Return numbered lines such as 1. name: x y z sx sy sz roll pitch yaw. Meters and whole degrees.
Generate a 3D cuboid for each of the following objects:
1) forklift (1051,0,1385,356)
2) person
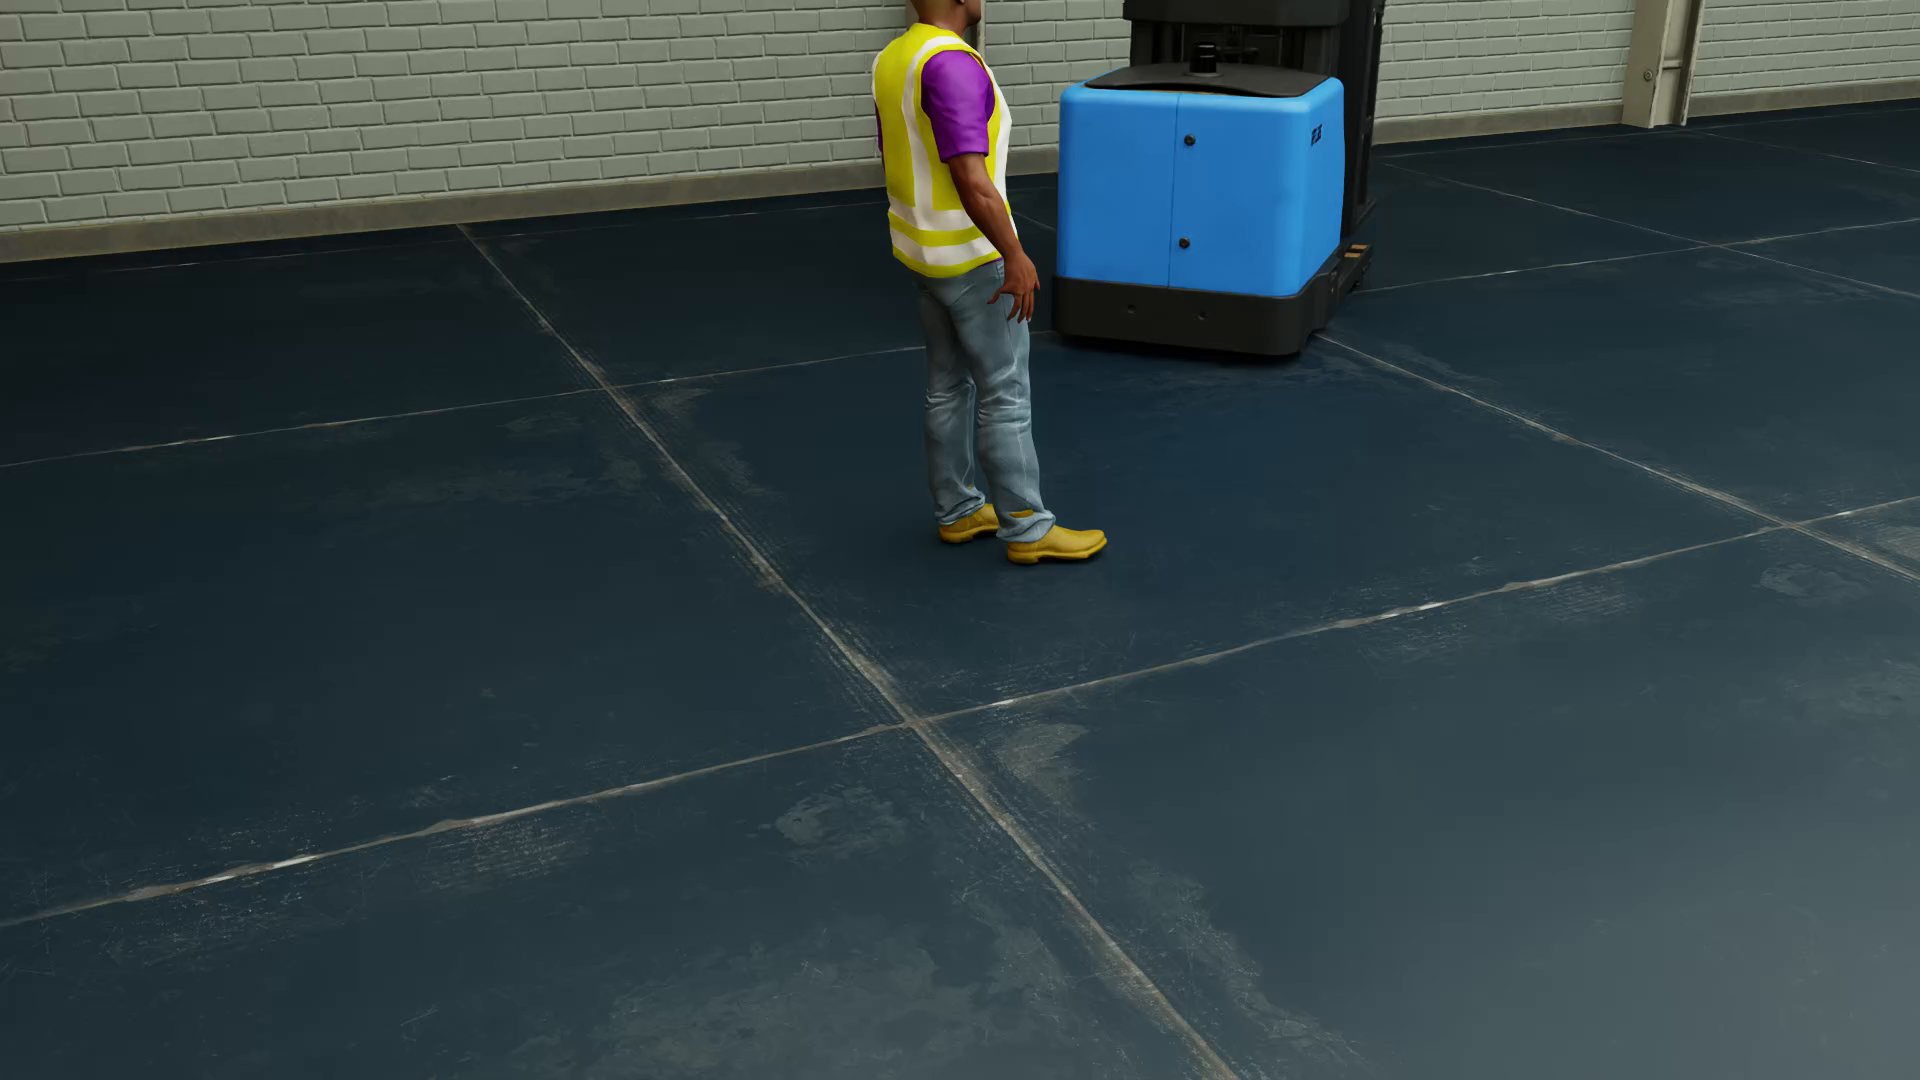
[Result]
1. forklift: 1.403 -2.632 7.623 1.130 2.935 3.031 9 24 20
2. person: 0.065 -0.831 4.787 0.577 1.765 0.665 -10 25 -23
